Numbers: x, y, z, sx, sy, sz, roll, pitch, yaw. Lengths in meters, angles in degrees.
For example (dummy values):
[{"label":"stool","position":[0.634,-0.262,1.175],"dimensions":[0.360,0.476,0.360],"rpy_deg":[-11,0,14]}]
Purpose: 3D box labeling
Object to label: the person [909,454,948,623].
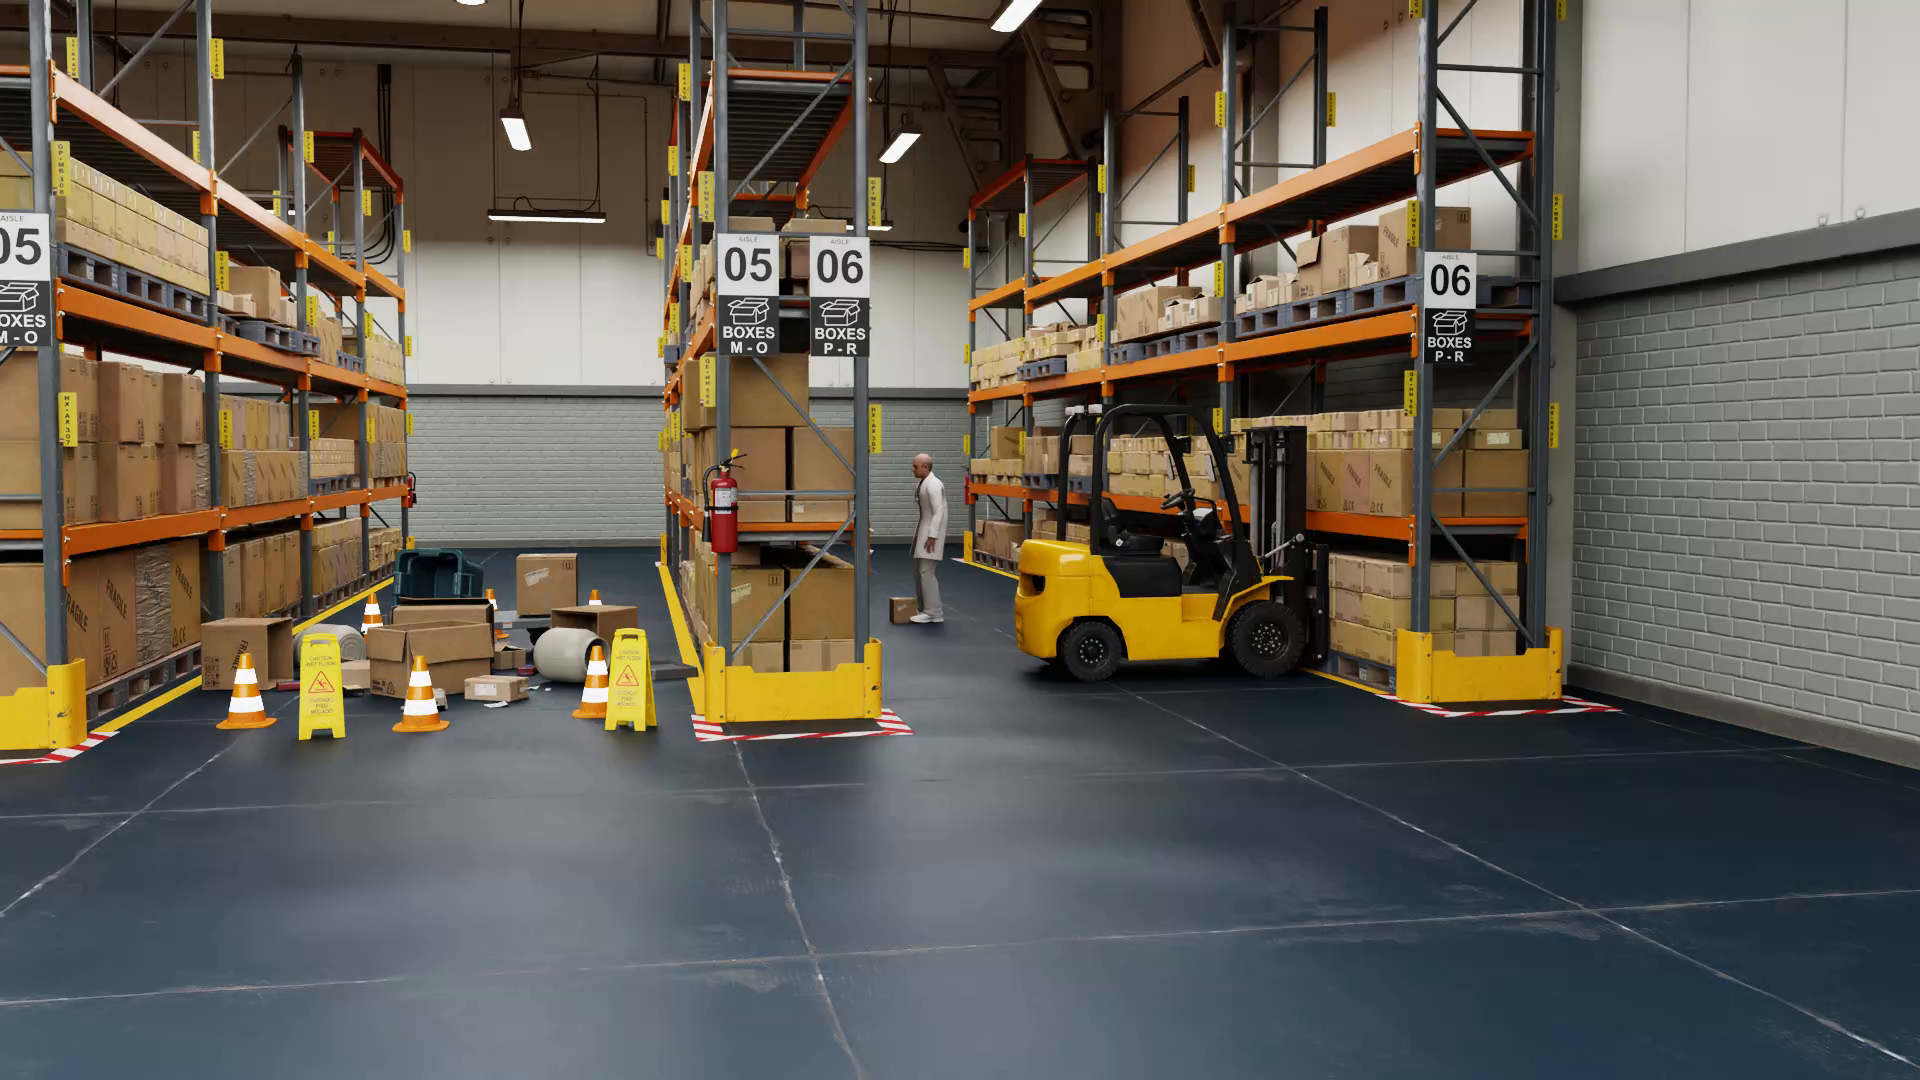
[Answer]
[{"label":"person","position":[-0.352,-0.022,17.543],"dimensions":[0.429,1.772,0.648],"rpy_deg":[-1,3,-15]}]
